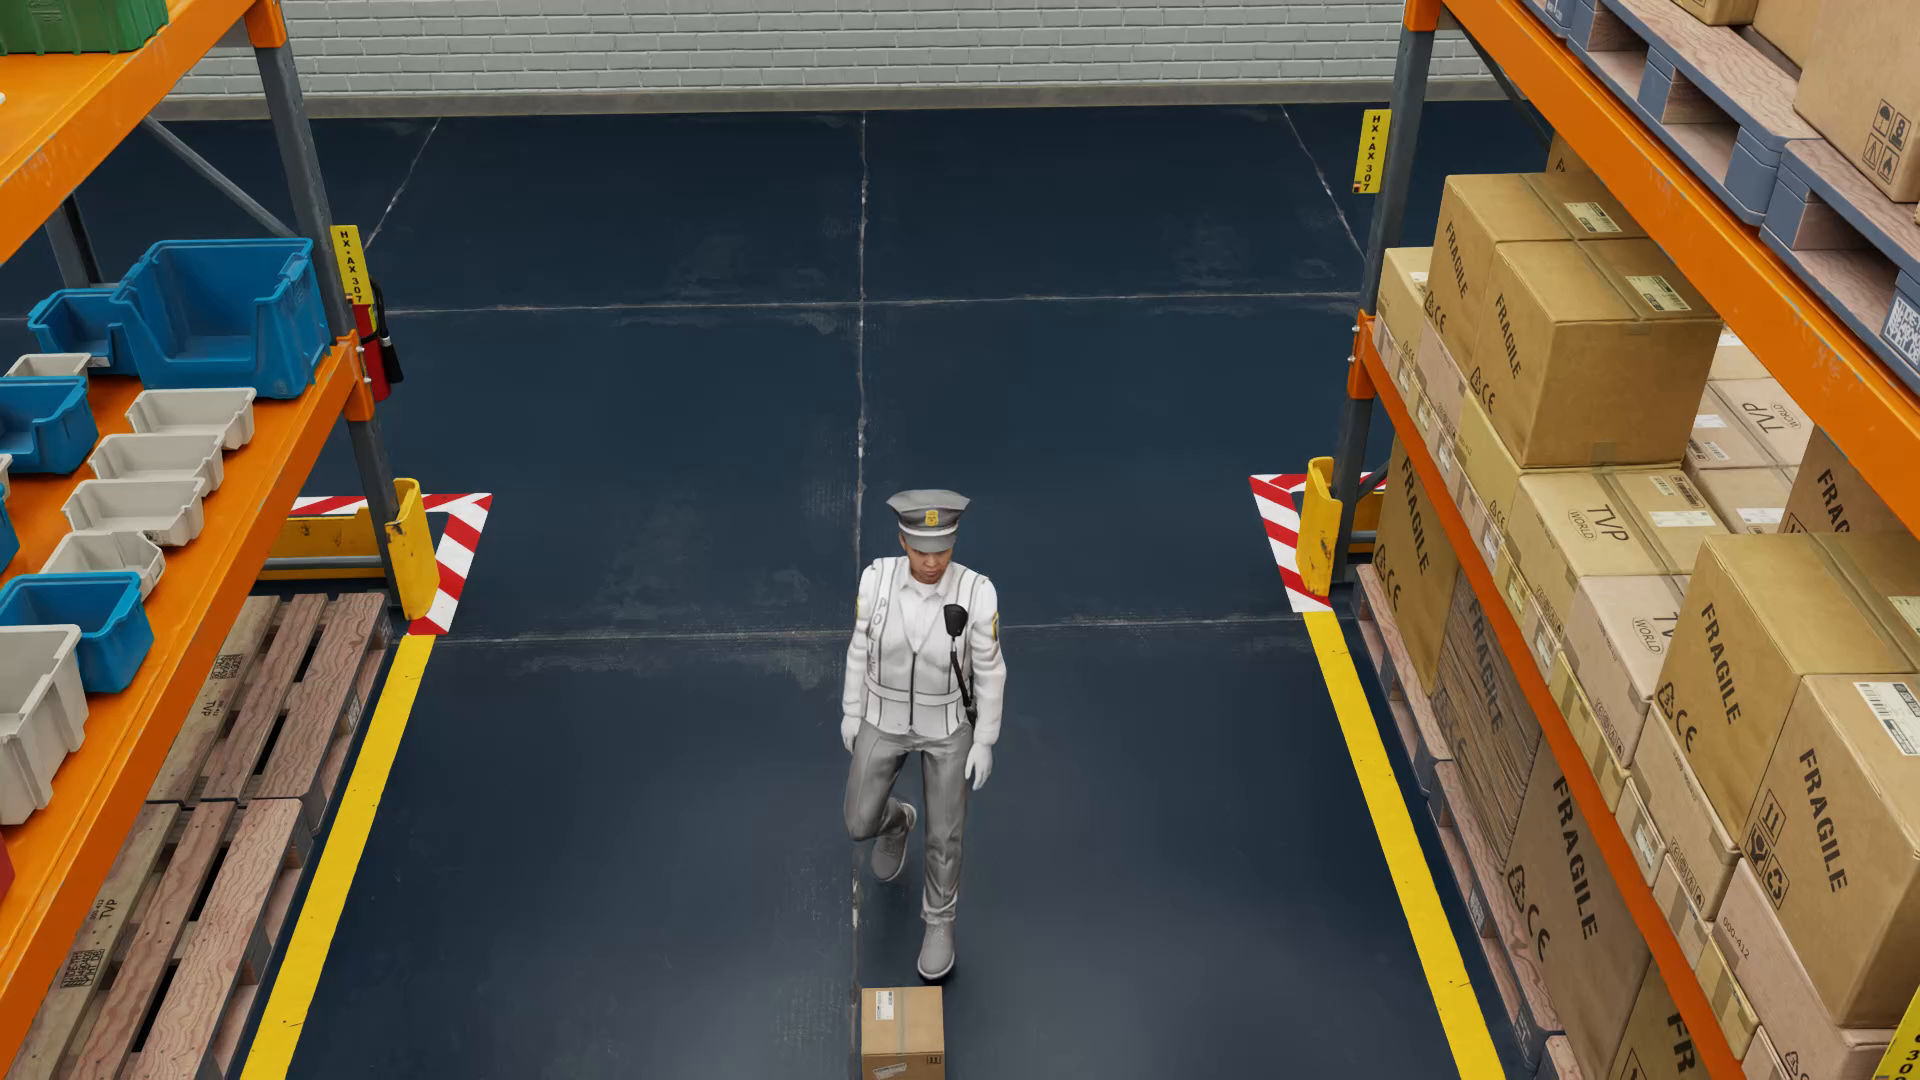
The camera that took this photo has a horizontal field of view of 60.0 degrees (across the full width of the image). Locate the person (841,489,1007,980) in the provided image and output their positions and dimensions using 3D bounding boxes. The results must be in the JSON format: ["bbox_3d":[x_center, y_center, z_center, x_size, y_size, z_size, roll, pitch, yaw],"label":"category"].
[{"bbox_3d":[-0.131,0.605,5.241,0.533,1.685,0.572,5,36,7],"label":"person"}]
